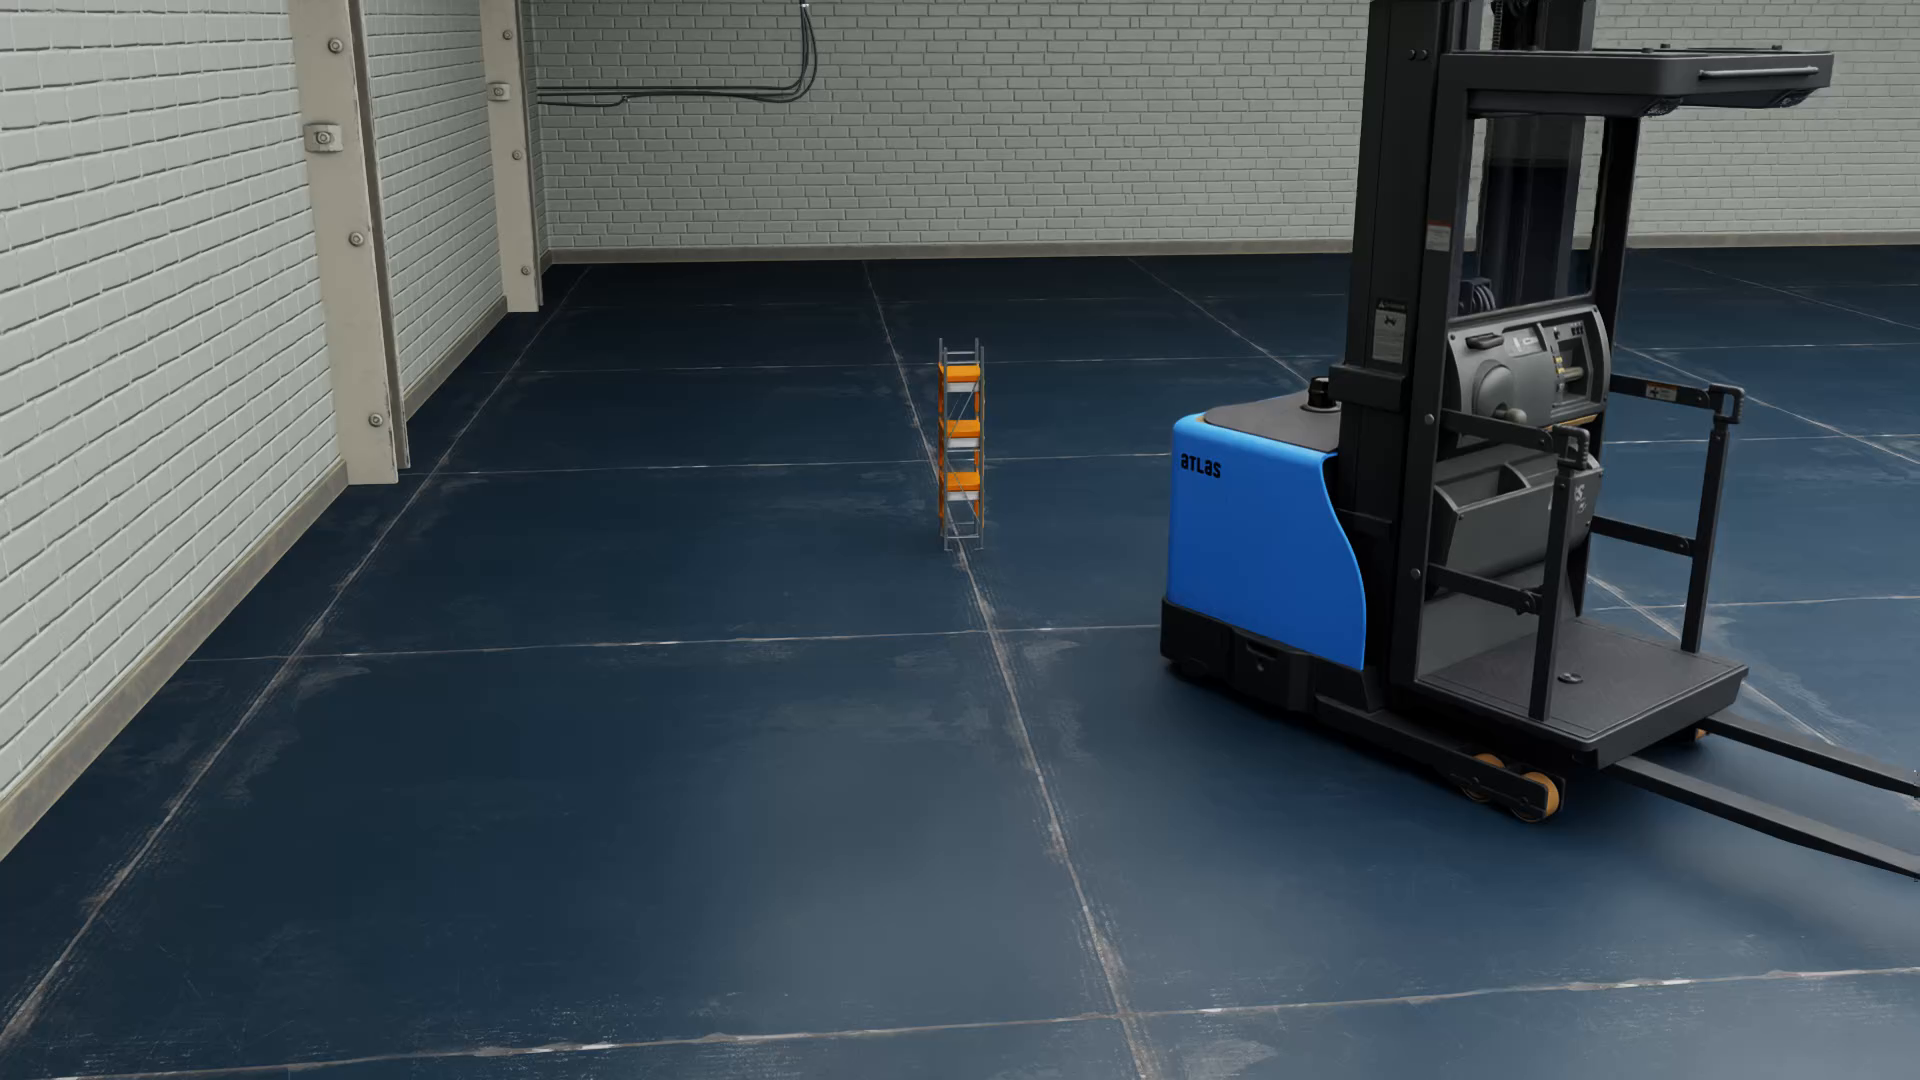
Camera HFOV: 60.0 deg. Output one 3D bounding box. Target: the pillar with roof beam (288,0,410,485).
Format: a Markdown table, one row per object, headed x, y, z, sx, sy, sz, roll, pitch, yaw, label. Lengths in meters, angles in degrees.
| x | y | z | sx | sy | sz | roll | pitch | yaw | label |
| --- | --- | --- | --- | --- | --- | --- | --- | --- | --- |
| 0.809 | -4.813 | 8.983 | 9.100 | 9.000 | 0.400 | -2 | 18 | -6 | pillar with roof beam |

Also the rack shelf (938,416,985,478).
| x | y | z | sx | sy | sz | roll | pitch | yaw | label |
| --- | --- | --- | --- | --- | --- | --- | --- | --- | --- |
| 0.006 | -0.475 | 8.472 | 0.215 | 0.259 | 0.240 | -2 | 18 | -6 | rack shelf |

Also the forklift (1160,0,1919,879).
| x | y | z | sx | sy | sz | roll | pitch | yaw | label |
| --- | --- | --- | --- | --- | --- | --- | --- | --- | --- |
| 2.154 | -0.611 | 5.731 | 1.130 | 2.935 | 3.031 | -14 | 22 | -37 | forklift |

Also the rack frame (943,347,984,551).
| x | y | z | sx | sy | sz | roll | pitch | yaw | label |
| --- | --- | --- | --- | --- | --- | --- | --- | --- | --- |
| 0.018 | -0.449 | 8.353 | 0.200 | 1.050 | 0.008 | -2 | 18 | -6 | rack frame |

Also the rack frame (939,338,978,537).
| x | y | z | sx | sy | sz | roll | pitch | yaw | label |
| --- | --- | --- | --- | --- | --- | --- | --- | --- | --- |
| -0.007 | -0.521 | 8.585 | 0.200 | 1.050 | 0.008 | -2 | 18 | -6 | rack frame |

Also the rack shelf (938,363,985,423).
| x | y | z | sx | sy | sz | roll | pitch | yaw | label |
| --- | --- | --- | --- | --- | --- | --- | --- | --- | --- |
| 0.005 | -0.746 | 8.387 | 0.215 | 0.259 | 0.240 | -2 | 18 | -6 | rack shelf |

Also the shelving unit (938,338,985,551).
| x | y | z | sx | sy | sz | roll | pitch | yaw | label |
| --- | --- | --- | --- | --- | --- | --- | --- | --- | --- |
| 0.006 | -0.485 | 8.469 | 0.215 | 1.050 | 0.252 | -2 | 18 | -6 | shelving unit |

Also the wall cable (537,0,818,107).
| x | y | z | sx | sy | sz | roll | pitch | yaw | label |
| --- | --- | --- | --- | --- | --- | --- | --- | --- | --- |
| -3.081 | -5.904 | 17.645 | 3.097 | 2.526 | 0.112 | -2 | 18 | -6 | wall cable |

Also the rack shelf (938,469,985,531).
| x | y | z | sx | sy | sz | roll | pitch | yaw | label |
| --- | --- | --- | --- | --- | --- | --- | --- | --- | --- |
| 0.006 | -0.210 | 8.555 | 0.215 | 0.259 | 0.240 | -2 | 18 | -6 | rack shelf |

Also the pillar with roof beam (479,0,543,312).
| x | y | z | sx | sy | sz | roll | pitch | yaw | label |
| --- | --- | --- | --- | --- | --- | --- | --- | --- | --- |
| 0.190 | -6.600 | 14.677 | 9.100 | 9.000 | 0.400 | -2 | 18 | -6 | pillar with roof beam |
